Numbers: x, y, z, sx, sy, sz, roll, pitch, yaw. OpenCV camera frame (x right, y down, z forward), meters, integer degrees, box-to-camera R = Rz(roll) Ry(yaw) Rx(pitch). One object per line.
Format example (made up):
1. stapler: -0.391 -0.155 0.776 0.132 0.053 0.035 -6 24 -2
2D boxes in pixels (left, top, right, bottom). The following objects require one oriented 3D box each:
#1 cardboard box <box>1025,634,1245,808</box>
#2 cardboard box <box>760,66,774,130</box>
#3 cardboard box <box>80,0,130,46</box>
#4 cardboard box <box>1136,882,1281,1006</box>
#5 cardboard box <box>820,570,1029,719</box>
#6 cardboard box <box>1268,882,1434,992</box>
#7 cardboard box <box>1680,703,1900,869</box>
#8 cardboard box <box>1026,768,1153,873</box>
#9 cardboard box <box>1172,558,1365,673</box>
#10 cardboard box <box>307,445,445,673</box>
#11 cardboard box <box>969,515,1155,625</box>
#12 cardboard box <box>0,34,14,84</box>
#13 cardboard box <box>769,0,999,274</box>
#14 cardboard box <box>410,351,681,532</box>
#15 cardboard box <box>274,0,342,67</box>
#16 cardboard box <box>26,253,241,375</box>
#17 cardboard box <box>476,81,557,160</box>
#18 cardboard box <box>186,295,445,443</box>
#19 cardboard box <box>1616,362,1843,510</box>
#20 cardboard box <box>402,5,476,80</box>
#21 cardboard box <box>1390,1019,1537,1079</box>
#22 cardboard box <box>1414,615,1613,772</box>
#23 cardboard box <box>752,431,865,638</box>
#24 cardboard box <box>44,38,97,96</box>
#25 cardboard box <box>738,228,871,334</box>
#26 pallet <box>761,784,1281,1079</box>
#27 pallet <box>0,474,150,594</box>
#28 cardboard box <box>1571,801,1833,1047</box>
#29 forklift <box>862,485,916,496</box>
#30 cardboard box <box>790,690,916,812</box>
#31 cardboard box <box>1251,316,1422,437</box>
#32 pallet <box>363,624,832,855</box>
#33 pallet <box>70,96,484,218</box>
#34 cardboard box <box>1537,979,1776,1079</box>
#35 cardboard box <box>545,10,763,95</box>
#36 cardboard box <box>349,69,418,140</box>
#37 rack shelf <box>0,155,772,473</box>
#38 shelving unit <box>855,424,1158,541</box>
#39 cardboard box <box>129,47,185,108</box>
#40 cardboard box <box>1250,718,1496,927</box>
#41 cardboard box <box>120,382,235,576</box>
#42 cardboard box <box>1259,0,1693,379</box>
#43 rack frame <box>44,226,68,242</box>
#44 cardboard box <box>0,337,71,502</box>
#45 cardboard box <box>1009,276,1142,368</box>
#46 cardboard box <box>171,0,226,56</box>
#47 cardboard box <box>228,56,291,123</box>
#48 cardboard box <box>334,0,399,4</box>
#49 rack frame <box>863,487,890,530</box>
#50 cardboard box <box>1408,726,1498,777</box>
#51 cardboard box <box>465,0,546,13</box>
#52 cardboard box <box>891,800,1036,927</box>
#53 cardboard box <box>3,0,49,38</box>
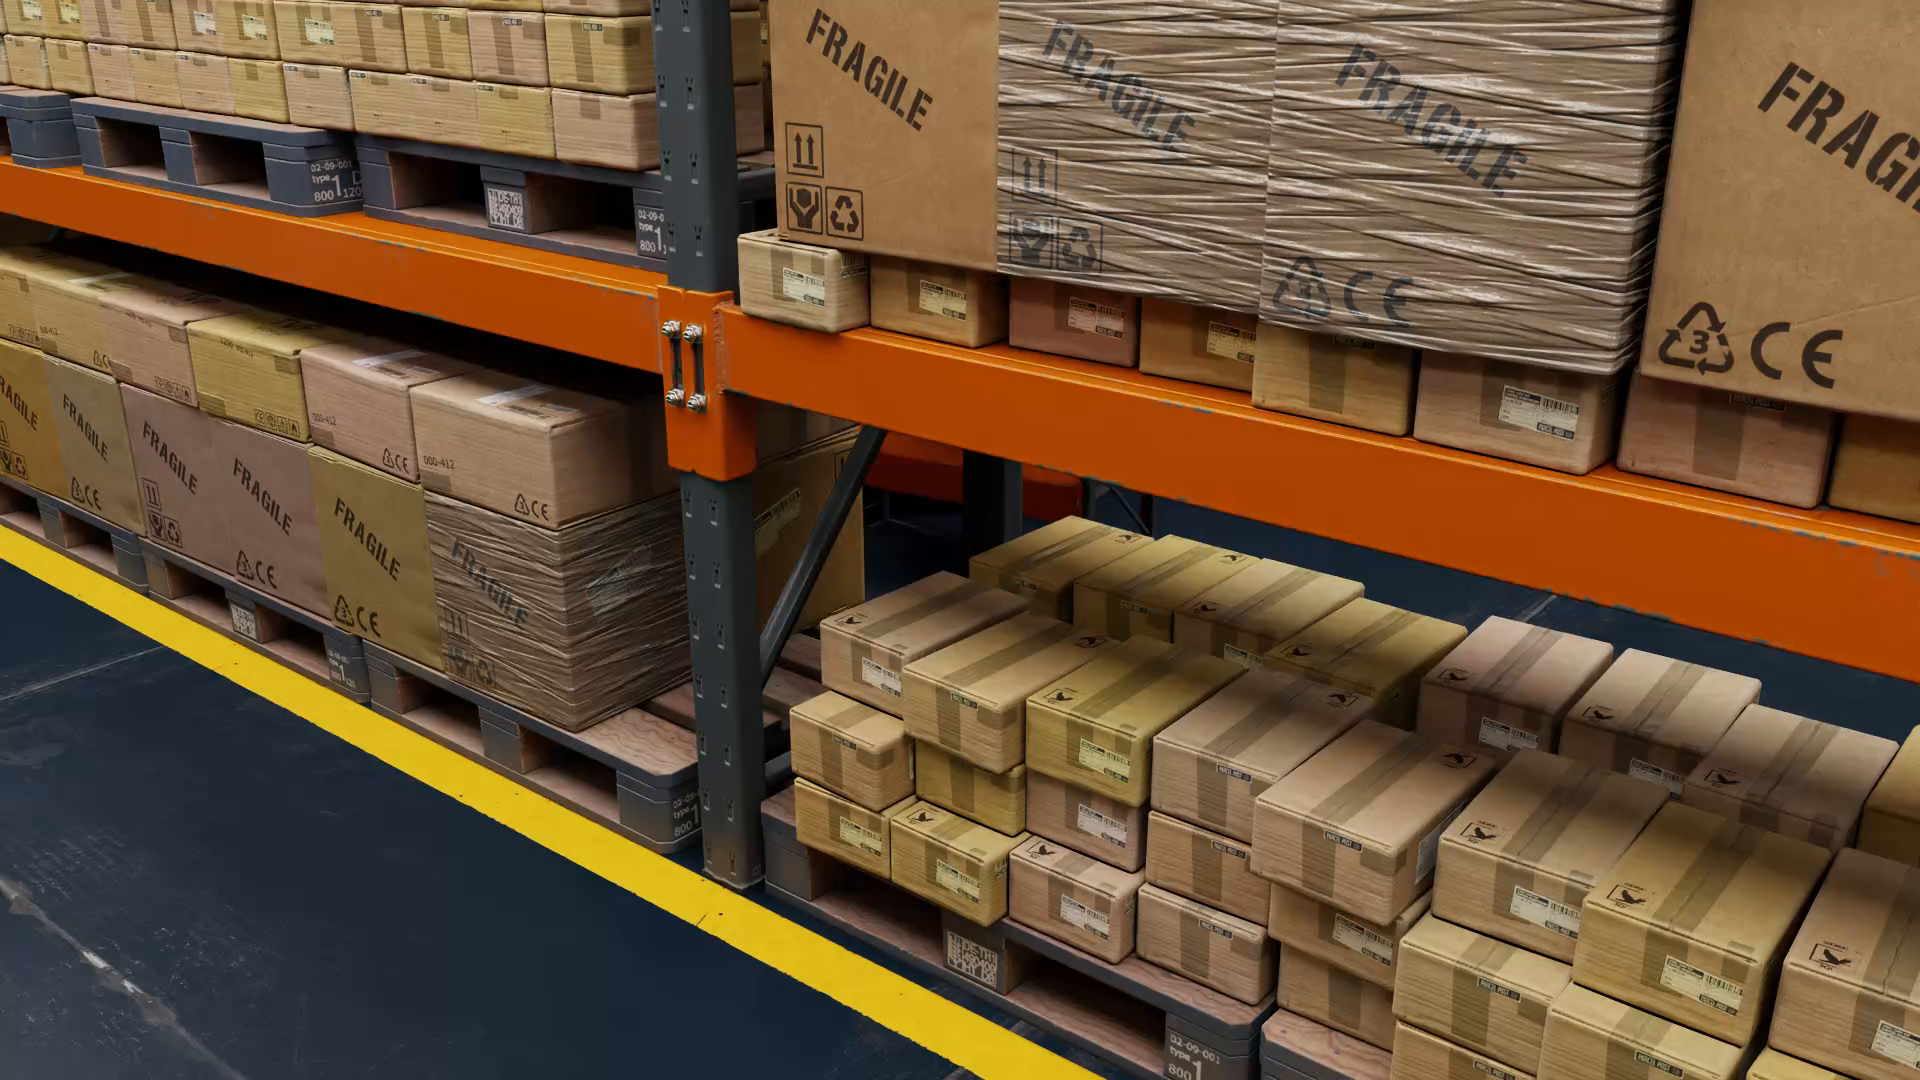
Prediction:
1. cardboard box: 0.333 0.332 3.138 0.250 0.149 0.380 16 26 36
2. cardboard box: -0.439 -1.134 4.184 0.250 0.149 0.380 17 26 37
3. cardboard box: -2.249 -1.498 4.729 0.250 0.149 0.380 16 26 36
4. cardboard box: 0.533 0.669 3.088 0.250 0.149 0.380 15 26 35
5. cardboard box: -0.070 0.212 3.458 0.250 0.149 0.380 17 27 38
6. cardboard box: 0.743 0.591 2.874 0.250 0.149 0.380 18 27 39
7. cardboard box: 1.415 0.443 2.845 0.250 0.149 0.380 16 26 36
8. cardboard box: 0.337 0.462 3.215 0.250 0.149 0.380 16 26 36
9. cardboard box: 0.655 0.186 3.525 0.250 0.149 0.380 16 26 36
10. cardboard box: -1.336 -0.019 4.414 0.500 0.500 0.500 15 26 35
11. cardboard box: 0.235 0.086 3.790 0.250 0.149 0.380 17 27 38
12. cardboard box: -2.878 -1.537 5.255 0.250 0.149 0.380 18 27 39
13. cardboard box: 0.019 -0.787 2.942 0.500 0.500 0.500 16 26 35
14. cardboard box: -0.943 -0.256 3.980 0.500 0.250 0.500 15 25 35
15. cardboard box: -1.449 -1.267 4.115 0.250 0.149 0.380 14 25 34
16. cardboard box: -2.531 -0.718 5.206 0.500 0.250 0.500 16 26 36
17. cardboard box: -0.840 -0.952 3.703 0.250 0.149 0.380 16 26 37
18. cardboard box: -1.751 -0.488 4.596 0.500 0.250 0.500 15 25 34
19. cardboard box: 1.095 -0.183 2.258 0.250 0.149 0.380 17 27 38
20. cardboard box: -1.034 -1.148 3.802 0.250 0.149 0.380 17 27 39
21. cardboard box: 0.904 0.804 2.730 0.250 0.149 0.380 15 25 35
22. cardboard box: 1.075 0.301 3.222 0.250 0.149 0.380 15 25 34
23. cardboard box: -0.610 -0.045 4.484 0.500 0.500 0.500 17 27 38
24. cardboard box: -2.458 -1.418 4.937 0.250 0.149 0.380 18 27 39
25. cardboard box: -0.193 -0.511 3.127 0.250 0.149 0.380 17 27 38
26. pallet: 0.337 0.664 3.608 1.213 0.211 1.003 16 26 36
27. pallet: -2.700 -0.194 5.883 1.213 0.211 1.003 16 26 36
28. cardboard box: 1.125 0.567 2.515 0.250 0.149 0.380 16 26 37
29. forklift: 0.088 -1.987 6.783 1.130 2.935 3.031 2 21 5
30. cardboard box: -0.127 0.386 3.418 0.250 0.149 0.380 18 27 39
31. cardboard box: 0.655 -0.292 2.547 0.250 0.149 0.380 17 26 37
32. pallet: -0.810 0.351 4.439 1.213 0.211 1.003 16 26 36
33. pallet: -1.745 -1.153 4.747 1.213 0.211 1.003 16 26 36
34. cardboard box: 1.073 0.726 2.514 0.250 0.149 0.380 16 26 37
35. cardboard box: -0.639 -1.034 3.498 0.250 0.149 0.380 17 27 38
36. cardboard box: -1.226 -1.064 4.000 0.250 0.149 0.380 15 25 34
37. rack shelf: -1.755 -0.891 4.798 4.000 0.370 1.077 16 26 36
38. shelving unit: 0.051 -0.430 5.213 1.048 1.125 0.538 12 24 28
39. cardboard box: -2.057 -1.302 4.631 0.250 0.149 0.380 16 26 37
40. cardboard box: 0.695 0.463 2.790 0.250 0.149 0.380 17 26 37
41. cardboard box: -2.126 -0.248 5.023 0.500 0.500 0.500 15 26 35
42. cardboard box: 0.774 -0.557 2.330 0.500 0.500 0.500 15 26 35
43. rack frame: -3.305 -1.673 5.854 0.127 3.000 1.000 16 26 36
44. cardboard box: -2.918 -0.473 5.618 0.500 0.500 0.500 15 25 34
45. cardboard box: 0.294 -0.428 2.909 0.250 0.149 0.380 15 25 34
46. cardboard box: -1.847 -1.383 4.423 0.250 0.149 0.380 17 27 38
47. cardboard box: -1.650 -1.184 4.318 0.250 0.149 0.380 17 27 39
48. cardboard box: -1.251 -1.351 3.917 0.250 0.149 0.380 16 26 36
49. rack frame: -0.386 -0.521 5.455 0.032 1.125 0.500 12 24 28
50. cardboard box: 1.018 0.447 3.255 0.250 0.149 0.380 17 26 38
51. cardboard box: -0.849 -1.234 3.607 0.250 0.149 0.380 15 25 35
52. cardboard box: 0.079 0.585 3.311 0.250 0.149 0.380 17 27 38
53. cardboard box: -2.637 -1.610 5.026 0.250 0.149 0.380 15 25 35
